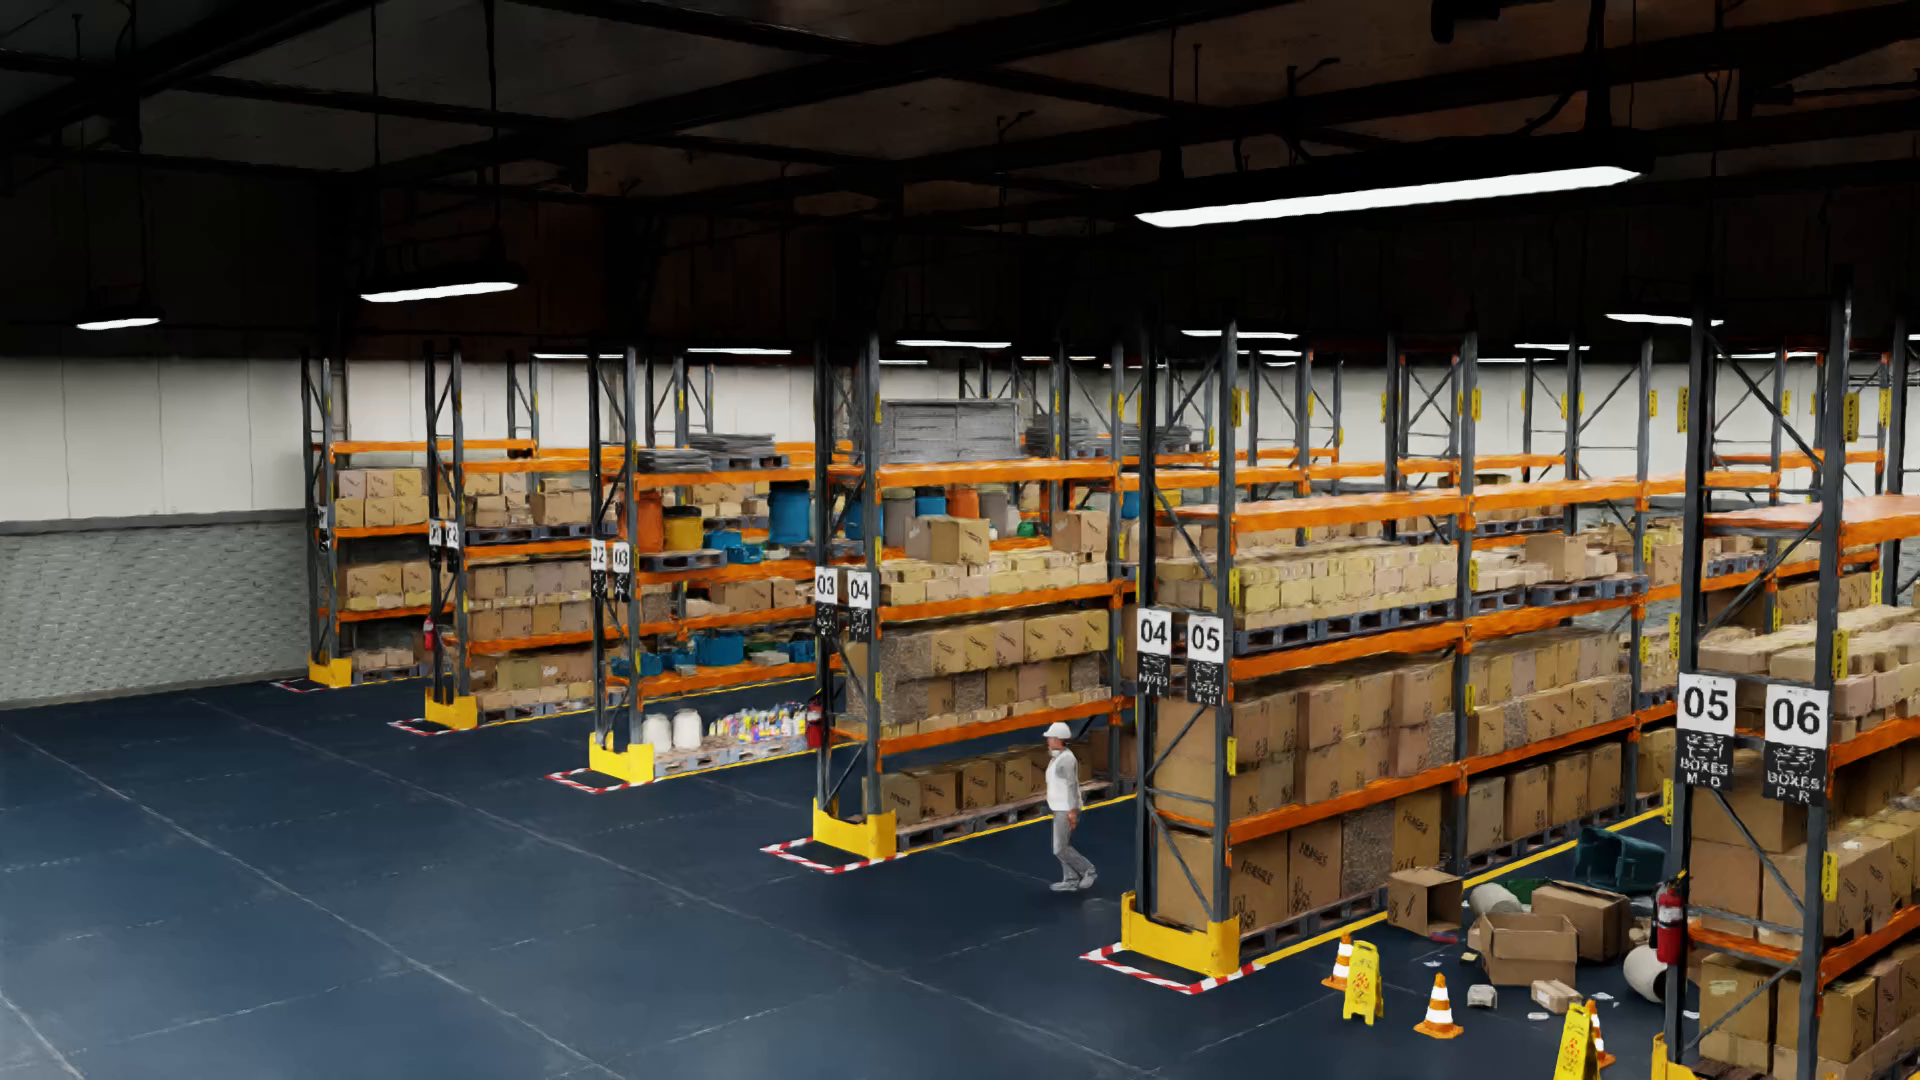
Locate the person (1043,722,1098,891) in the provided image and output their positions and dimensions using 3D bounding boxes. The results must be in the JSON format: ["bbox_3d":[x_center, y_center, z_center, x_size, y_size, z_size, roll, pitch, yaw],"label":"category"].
[{"bbox_3d":[1.140,2.773,17.241,0.558,1.768,0.588,0,5,-6],"label":"person"}]
